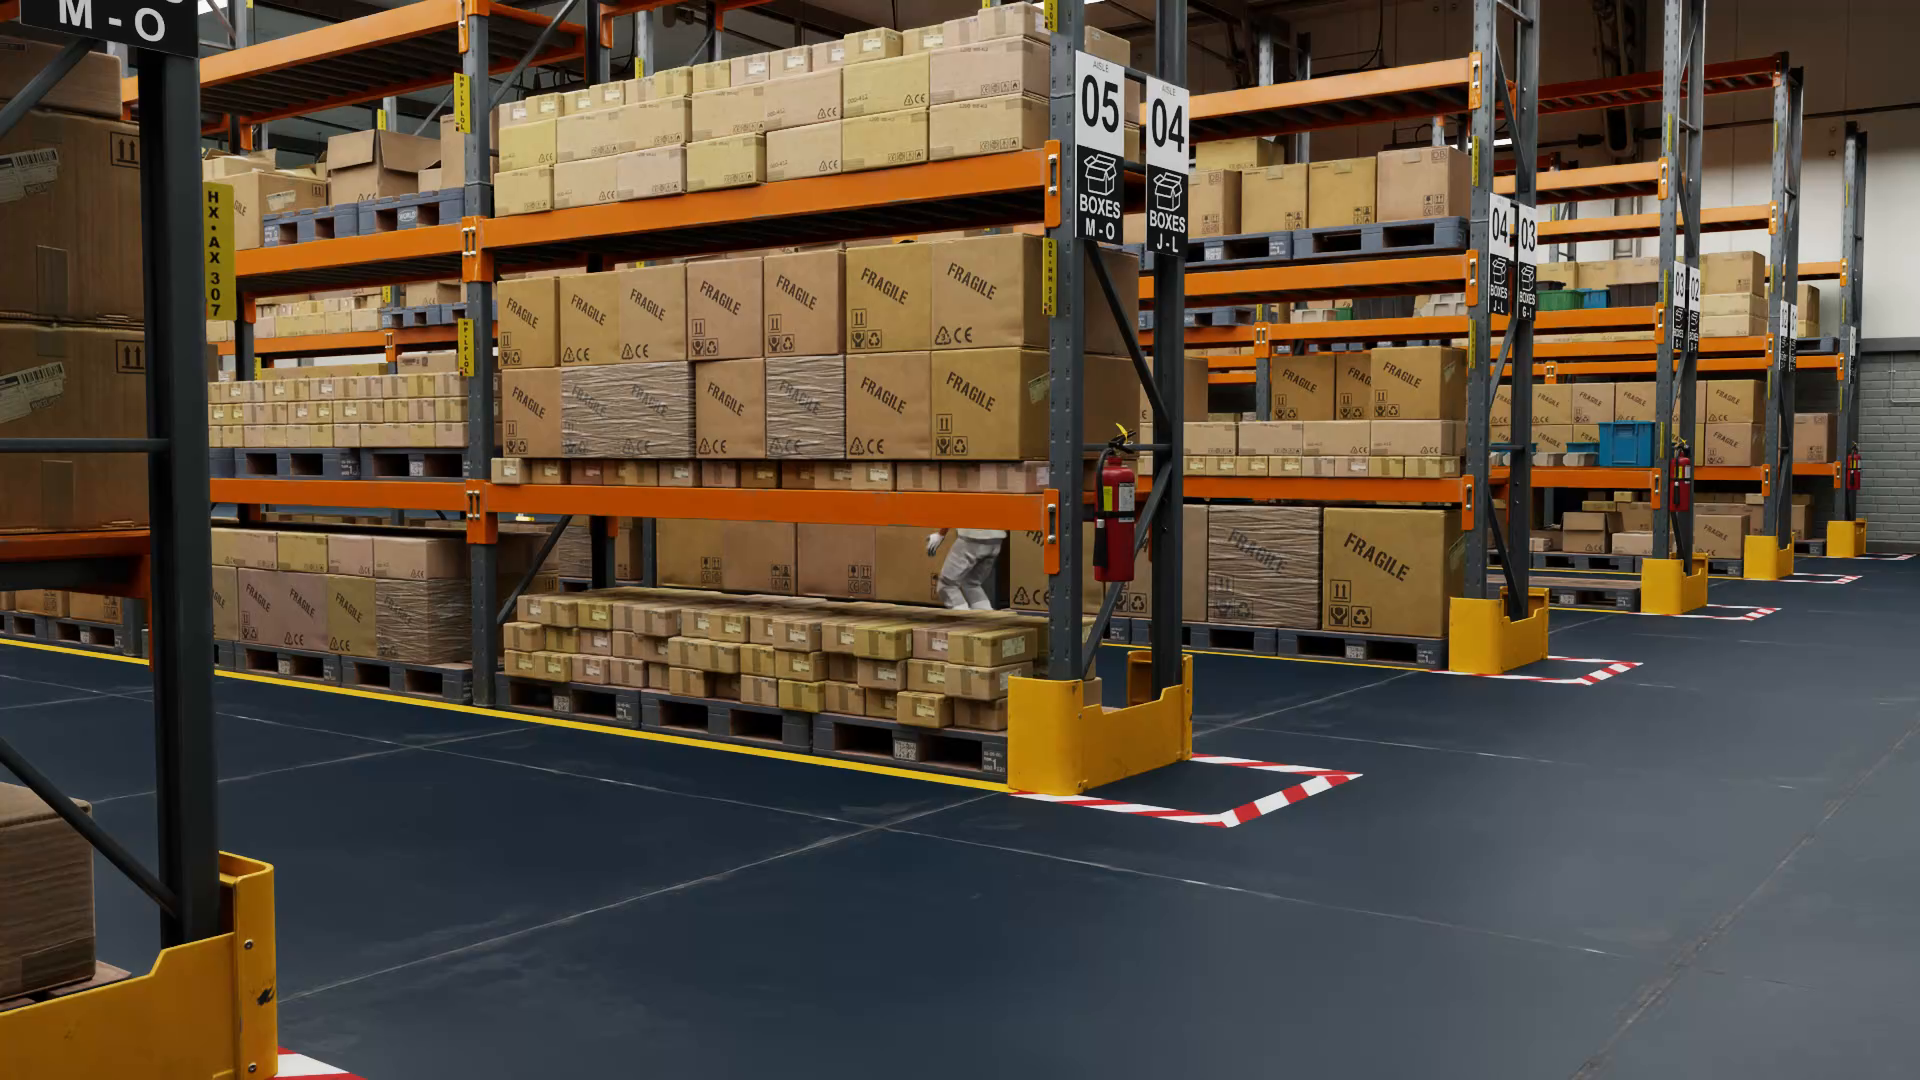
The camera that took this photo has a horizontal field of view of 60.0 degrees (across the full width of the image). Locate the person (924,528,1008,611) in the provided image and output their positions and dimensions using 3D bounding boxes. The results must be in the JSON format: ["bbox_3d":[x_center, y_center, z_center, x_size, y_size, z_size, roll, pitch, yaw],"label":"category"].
[{"bbox_3d":[0.045,-0.004,12.333,0.558,1.666,0.560,2,4,37],"label":"person"}]
